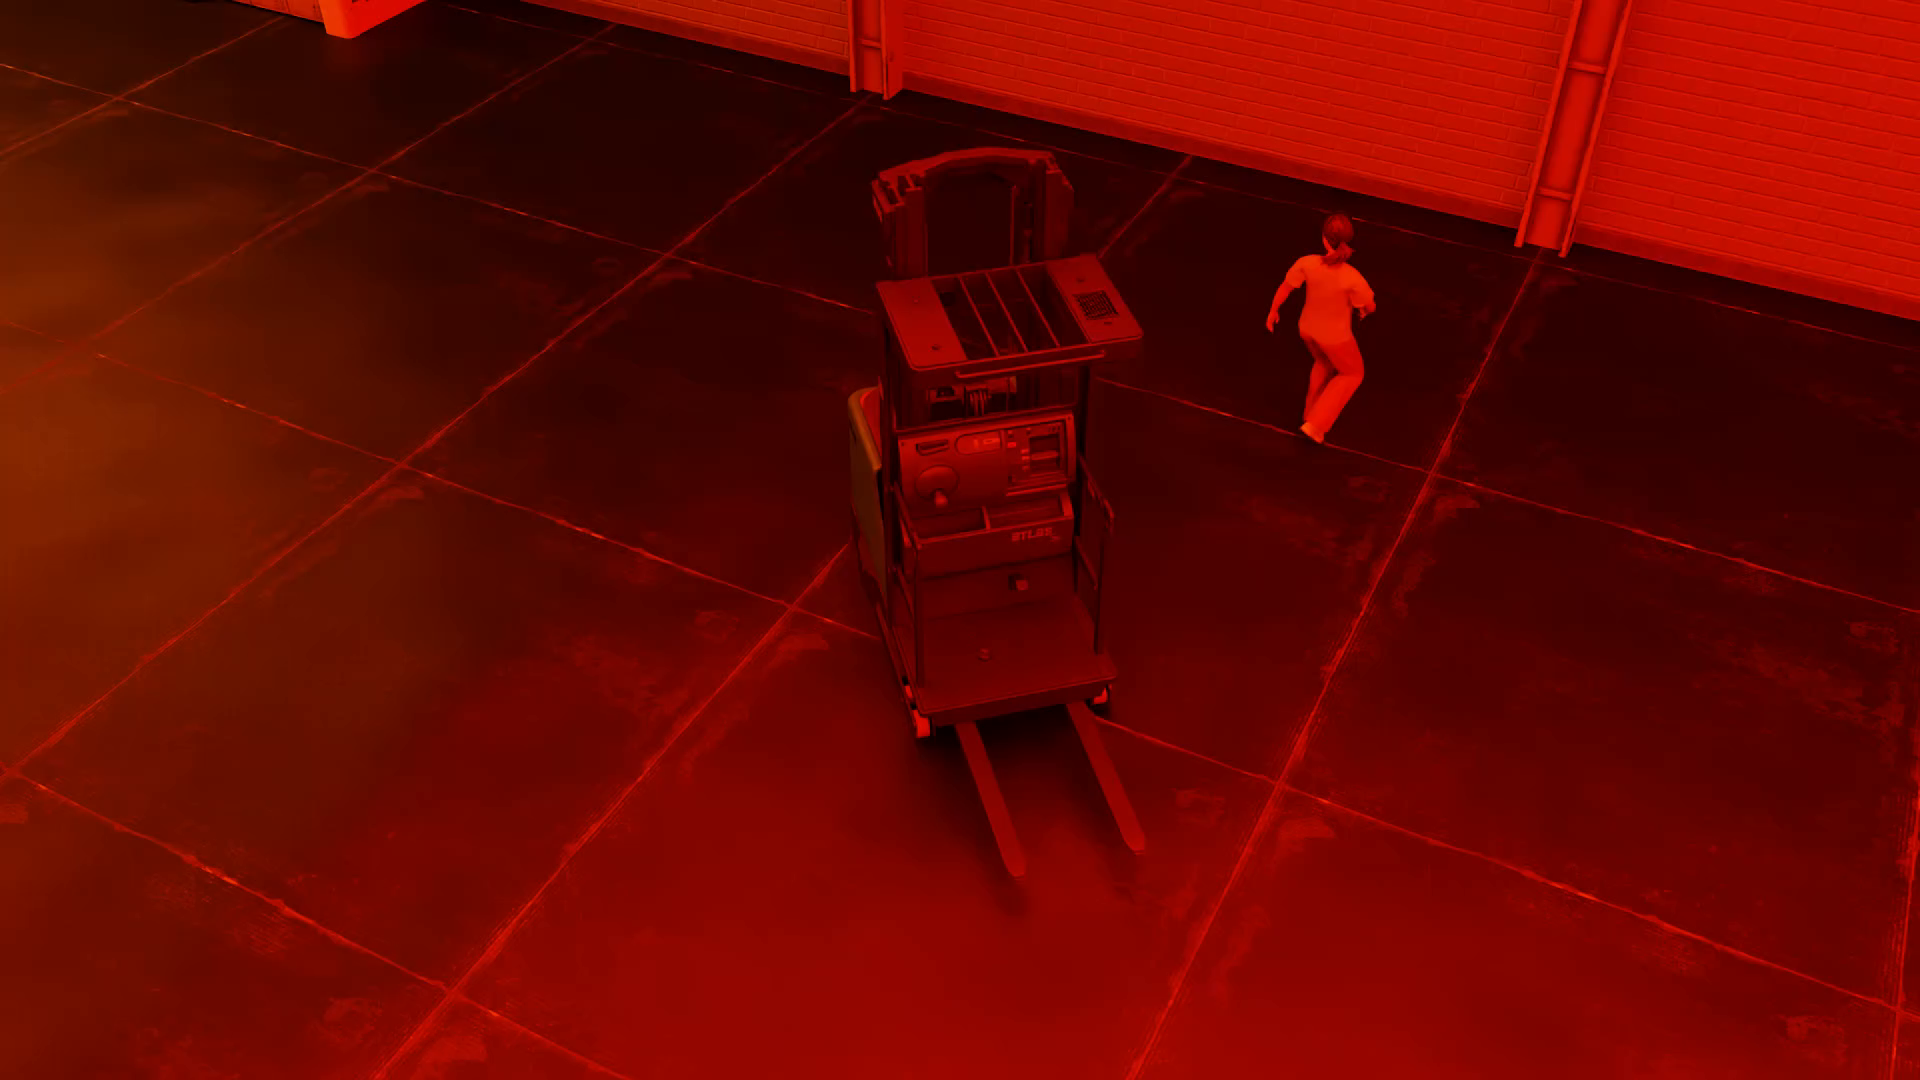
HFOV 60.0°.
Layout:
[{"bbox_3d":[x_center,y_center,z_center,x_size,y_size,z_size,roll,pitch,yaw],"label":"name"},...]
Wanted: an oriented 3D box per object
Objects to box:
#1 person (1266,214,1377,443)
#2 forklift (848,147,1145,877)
[{"bbox_3d":[2.322,-1.358,10.617,0.554,1.630,0.637,-30,48,-30],"label":"person"},{"bbox_3d":[0.199,-0.329,8.377,1.130,2.935,3.031,-10,41,-11],"label":"forklift"}]
